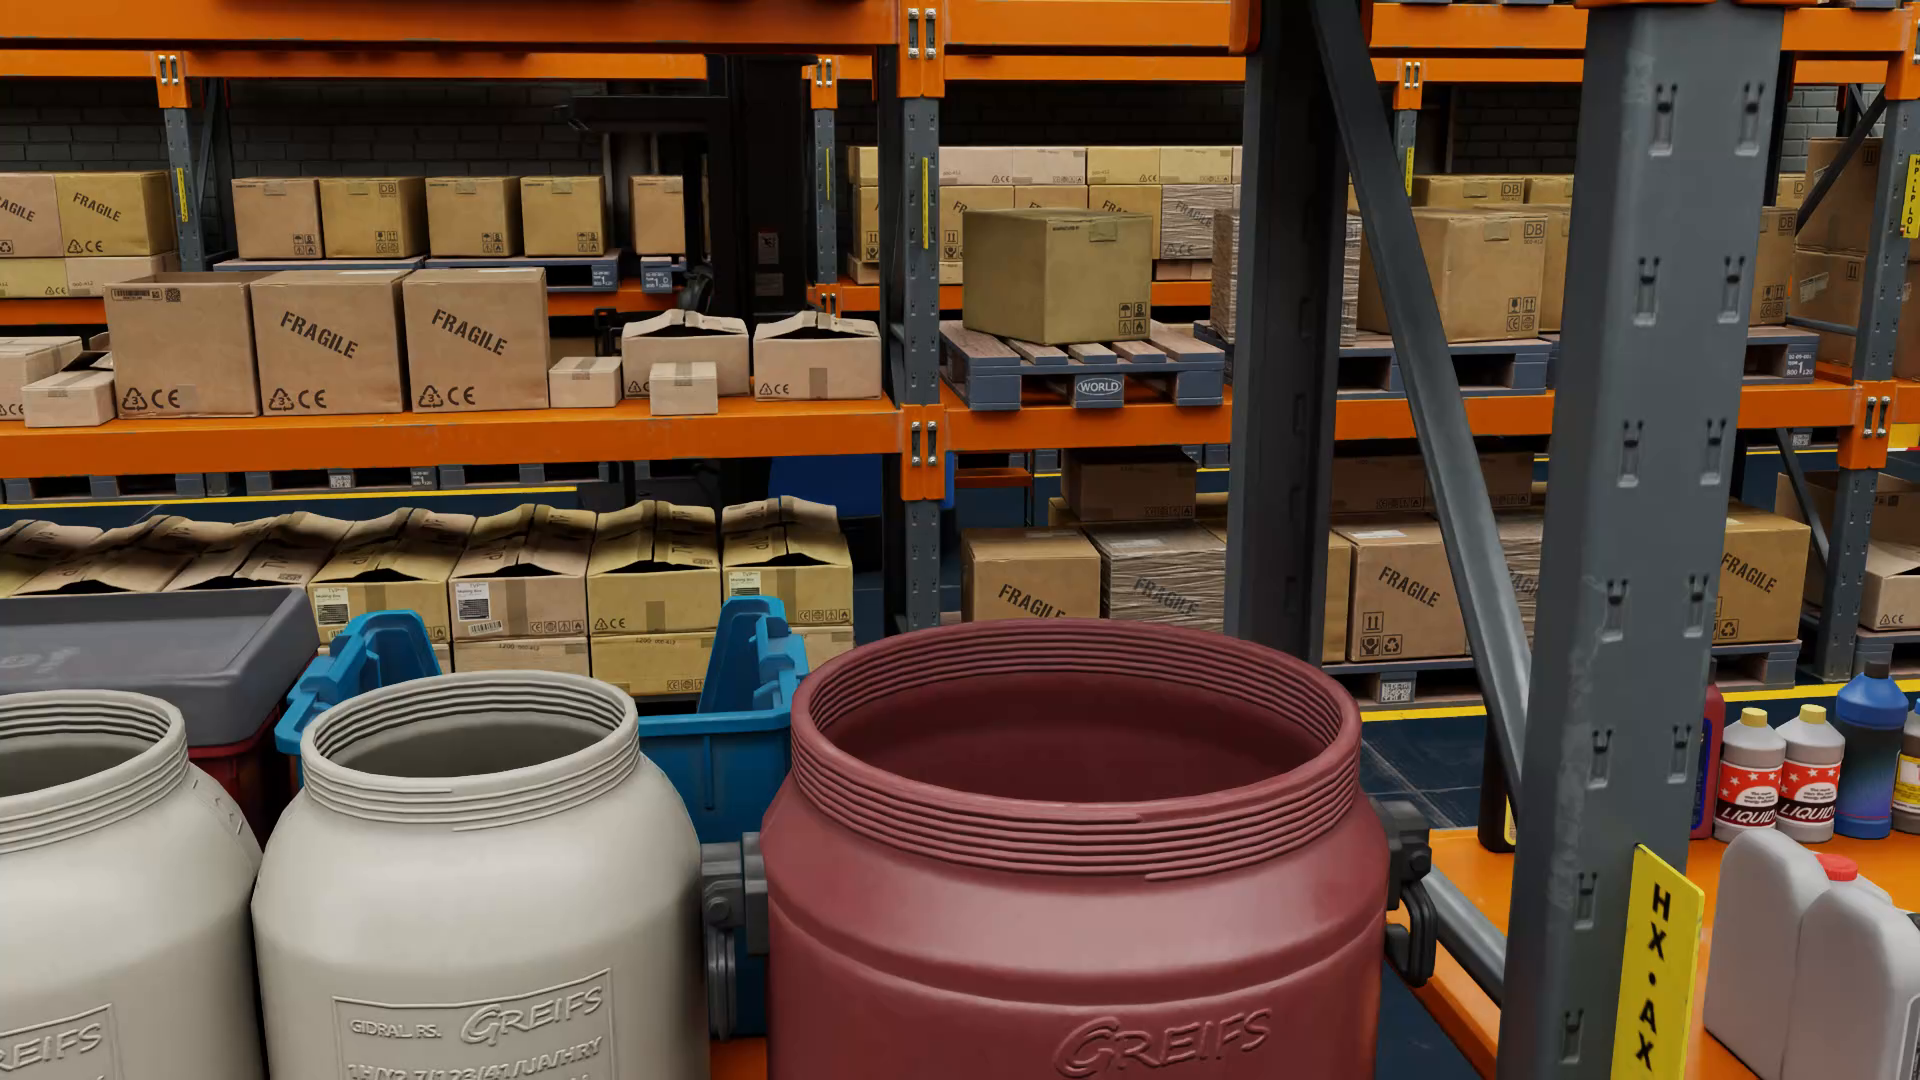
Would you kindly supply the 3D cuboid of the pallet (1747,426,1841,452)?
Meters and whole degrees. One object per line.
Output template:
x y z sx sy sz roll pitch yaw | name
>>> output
6.177 -0.886 12.823 1.213 0.211 1.003 -2 14 -8 | pallet

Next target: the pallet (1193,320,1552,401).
1.709 -0.784 7.076 1.213 0.211 1.003 -2 14 -8 | pallet

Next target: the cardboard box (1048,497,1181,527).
0.677 0.103 7.378 0.500 0.500 0.500 -2 14 -6 | cardboard box

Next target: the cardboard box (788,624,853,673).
-0.697 0.402 6.741 0.500 0.250 0.500 -2 14 -7 | cardboard box

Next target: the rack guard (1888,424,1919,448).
6.980 -1.075 12.981 0.348 0.500 1.175 -2 14 -8 | rack guard

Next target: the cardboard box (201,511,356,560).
-2.804 0.076 6.889 0.500 0.311 0.500 -2 14 -8 | cardboard box

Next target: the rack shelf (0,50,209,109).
-6.888 -2.885 10.374 4.000 0.370 1.077 -2 14 -8 | rack shelf

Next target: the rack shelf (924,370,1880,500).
1.764 -0.529 7.144 4.000 0.370 1.077 -2 14 -8 | rack shelf

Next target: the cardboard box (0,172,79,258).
-5.824 -2.042 10.422 0.500 0.500 0.500 -2 14 -9 | cardboard box

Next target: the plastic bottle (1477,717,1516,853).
0.857 0.325 2.498 0.133 0.283 0.061 -2 14 -8 | plastic bottle

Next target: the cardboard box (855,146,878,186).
-0.439 -2.519 11.198 0.500 0.250 0.500 -2 14 -7 | cardboard box

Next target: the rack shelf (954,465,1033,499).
0.164 -0.330 9.664 0.480 0.148 0.258 -2 14 -8 | rack shelf

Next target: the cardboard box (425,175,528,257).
-3.202 -2.174 11.114 0.500 0.500 0.700 0 14 -1 | cardboard box

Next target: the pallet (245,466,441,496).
-4.141 -0.528 11.393 1.213 0.211 1.003 -2 14 -8 | pallet

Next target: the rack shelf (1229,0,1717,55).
-1.457 -0.647 1.449 4.000 0.370 1.077 -2 14 -8 | rack shelf

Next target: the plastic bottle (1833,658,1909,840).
1.395 0.316 2.560 0.097 0.271 0.097 0 14 0 | plastic bottle

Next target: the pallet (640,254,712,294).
-1.644 -1.852 11.336 1.003 0.211 1.213 -2 14 -8 | pallet

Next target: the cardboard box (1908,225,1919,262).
4.250 -1.433 7.010 0.500 0.500 0.500 -2 14 -7 | cardboard box

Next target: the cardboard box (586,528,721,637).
-1.207 0.151 6.589 0.500 0.311 0.500 -2 14 -9 | cardboard box

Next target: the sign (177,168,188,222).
-4.822 -2.142 10.315 0.005 0.325 0.100 -2 14 -8 | sign

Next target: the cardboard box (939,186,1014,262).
0.083 -2.172 11.359 0.500 0.500 0.500 -2 14 -6 | cardboard box

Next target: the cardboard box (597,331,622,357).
-2.232 -1.317 11.501 0.500 0.250 0.500 -2 14 -7 | cardboard box

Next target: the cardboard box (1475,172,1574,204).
4.262 -2.328 12.222 0.700 0.700 0.980 -2 14 -10 | cardboard box

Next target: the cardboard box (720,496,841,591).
-0.775 0.001 7.188 0.500 0.311 0.500 -2 14 -6 | cardboard box

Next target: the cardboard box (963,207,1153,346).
0.393 -1.108 6.903 0.500 0.500 0.700 -7 16 -27 | cardboard box

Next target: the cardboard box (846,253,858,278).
-0.671 -1.958 11.839 0.250 0.149 0.380 -2 14 -7 | cardboard box

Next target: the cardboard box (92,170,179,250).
-5.406 -2.186 10.997 0.500 0.500 0.500 -2 14 -10 | cardboard box

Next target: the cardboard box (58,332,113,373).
-3.327 -0.671 6.509 0.258 0.266 0.396 -2 14 -10 | cardboard box

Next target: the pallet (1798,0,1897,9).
3.087 -2.307 6.976 1.003 0.211 1.213 -2 14 -8 | pallet

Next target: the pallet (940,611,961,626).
0.531 0.529 7.178 1.213 0.211 1.003 -2 14 -8 | pallet

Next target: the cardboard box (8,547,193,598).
-3.227 0.226 6.292 0.500 0.311 0.500 -2 14 -9 | cardboard box

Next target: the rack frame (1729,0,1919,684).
3.742 -0.950 7.345 0.127 3.000 1.000 -2 14 -8 | rack frame

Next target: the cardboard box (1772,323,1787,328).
6.372 -1.596 12.861 0.250 0.149 0.380 -2 14 -8 | cardboard box

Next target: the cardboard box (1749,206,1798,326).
3.240 -1.239 7.428 0.500 0.500 0.700 -7 16 -27 | cardboard box

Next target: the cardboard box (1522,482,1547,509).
2.702 0.030 7.672 0.500 0.500 0.500 -2 14 -7 | cardboard box

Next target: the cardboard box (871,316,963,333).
-0.208 -1.153 11.709 0.750 0.750 0.750 -2 14 -9 | cardboard box

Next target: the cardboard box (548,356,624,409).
-1.466 -0.624 6.559 0.250 0.149 0.380 -1 14 -4 | cardboard box

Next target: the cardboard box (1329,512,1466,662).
1.808 0.188 7.038 0.500 0.500 0.500 -3 14 -10 | cardboard box

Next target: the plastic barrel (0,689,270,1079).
-0.881 0.436 1.588 0.421 0.512 0.421 0 14 0 | plastic barrel

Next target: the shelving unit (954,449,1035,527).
0.164 -0.588 9.600 0.503 1.200 0.258 -2 14 -8 | shelving unit

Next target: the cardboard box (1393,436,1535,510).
2.239 -0.320 7.524 0.500 0.250 0.500 -2 14 -8 | cardboard box

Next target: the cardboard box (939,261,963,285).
-0.069 -1.837 11.357 0.250 0.149 0.380 -2 14 -7 | cardboard box

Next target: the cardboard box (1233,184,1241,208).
2.079 -2.246 11.653 0.500 0.500 0.500 -2 14 -8 | cardboard box

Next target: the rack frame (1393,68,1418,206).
3.000 -2.142 12.096 0.127 3.000 1.000 -2 14 -8 | rack frame

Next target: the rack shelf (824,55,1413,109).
1.023 -3.175 11.530 4.000 0.370 1.077 -2 14 -8 | rack shelf

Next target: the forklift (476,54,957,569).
-1.595 -1.308 8.910 3.031 2.935 1.130 -4 15 -16 | forklift
